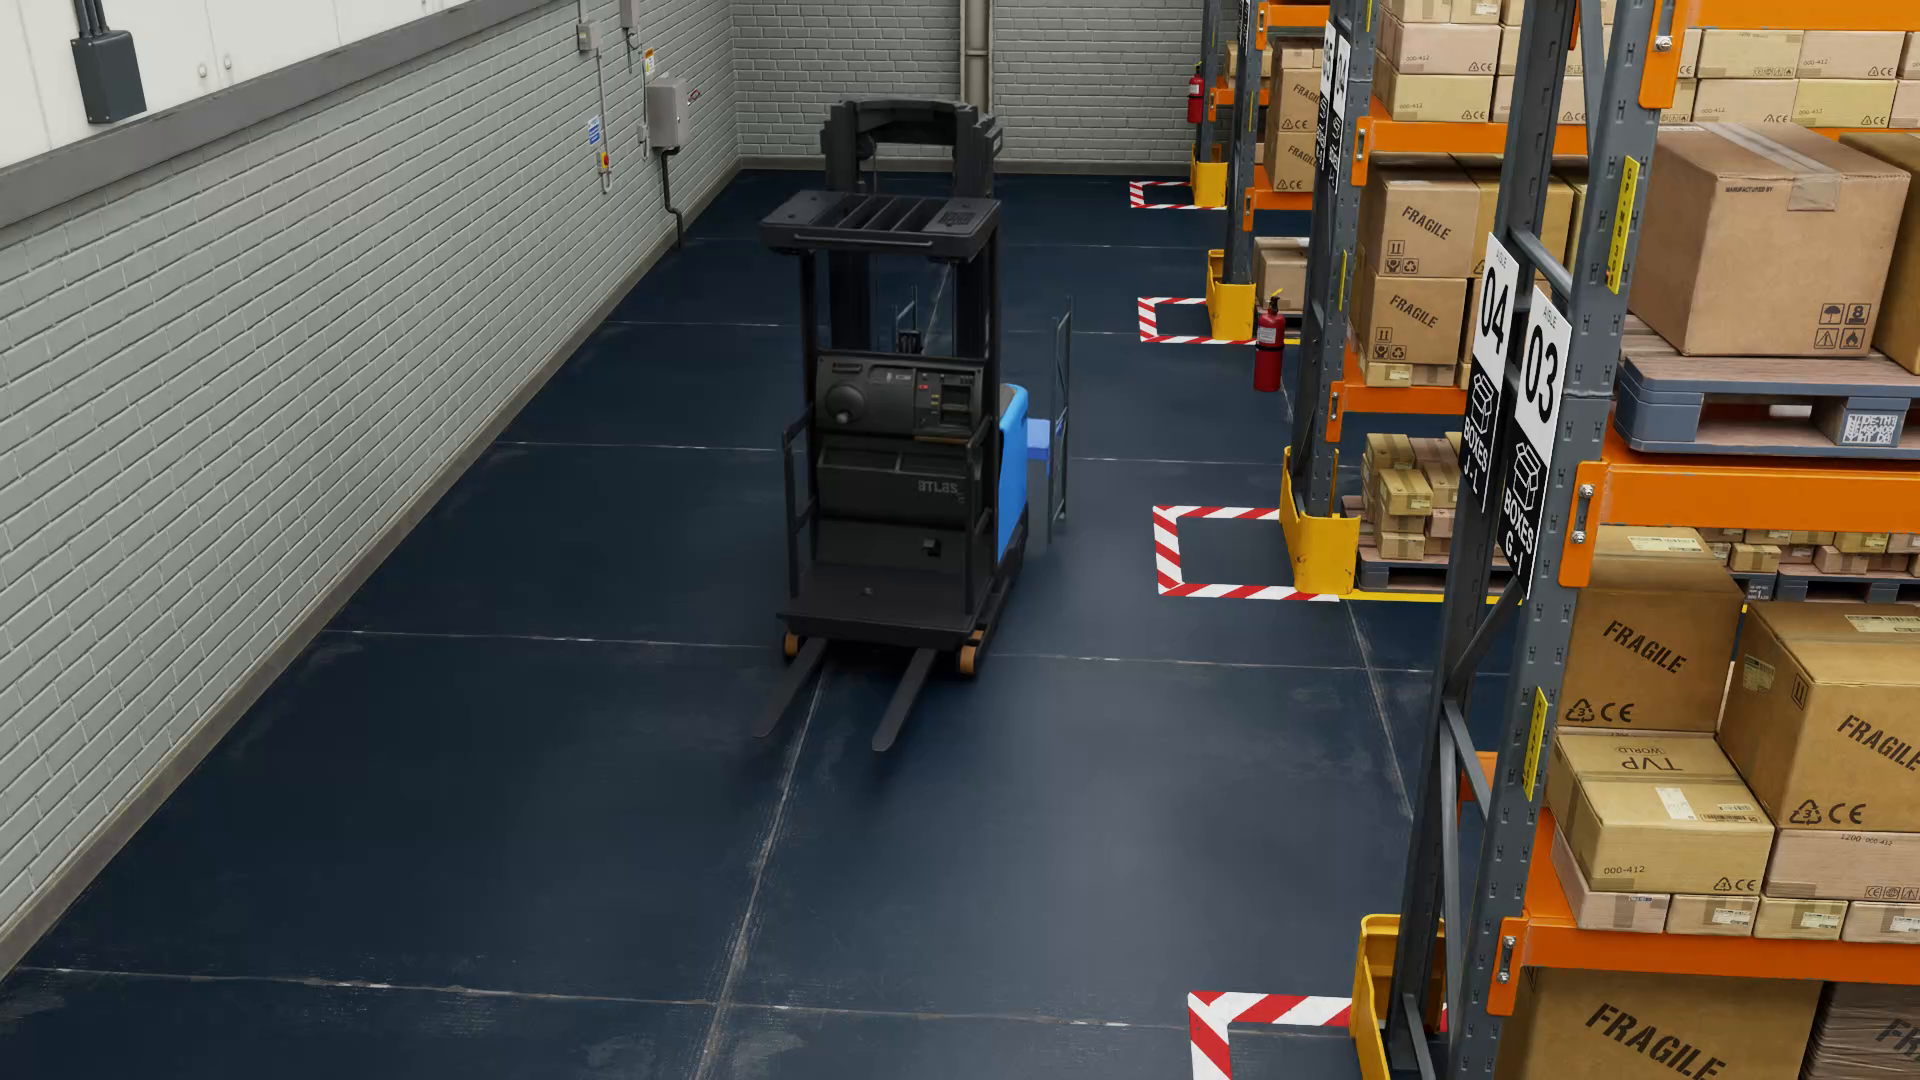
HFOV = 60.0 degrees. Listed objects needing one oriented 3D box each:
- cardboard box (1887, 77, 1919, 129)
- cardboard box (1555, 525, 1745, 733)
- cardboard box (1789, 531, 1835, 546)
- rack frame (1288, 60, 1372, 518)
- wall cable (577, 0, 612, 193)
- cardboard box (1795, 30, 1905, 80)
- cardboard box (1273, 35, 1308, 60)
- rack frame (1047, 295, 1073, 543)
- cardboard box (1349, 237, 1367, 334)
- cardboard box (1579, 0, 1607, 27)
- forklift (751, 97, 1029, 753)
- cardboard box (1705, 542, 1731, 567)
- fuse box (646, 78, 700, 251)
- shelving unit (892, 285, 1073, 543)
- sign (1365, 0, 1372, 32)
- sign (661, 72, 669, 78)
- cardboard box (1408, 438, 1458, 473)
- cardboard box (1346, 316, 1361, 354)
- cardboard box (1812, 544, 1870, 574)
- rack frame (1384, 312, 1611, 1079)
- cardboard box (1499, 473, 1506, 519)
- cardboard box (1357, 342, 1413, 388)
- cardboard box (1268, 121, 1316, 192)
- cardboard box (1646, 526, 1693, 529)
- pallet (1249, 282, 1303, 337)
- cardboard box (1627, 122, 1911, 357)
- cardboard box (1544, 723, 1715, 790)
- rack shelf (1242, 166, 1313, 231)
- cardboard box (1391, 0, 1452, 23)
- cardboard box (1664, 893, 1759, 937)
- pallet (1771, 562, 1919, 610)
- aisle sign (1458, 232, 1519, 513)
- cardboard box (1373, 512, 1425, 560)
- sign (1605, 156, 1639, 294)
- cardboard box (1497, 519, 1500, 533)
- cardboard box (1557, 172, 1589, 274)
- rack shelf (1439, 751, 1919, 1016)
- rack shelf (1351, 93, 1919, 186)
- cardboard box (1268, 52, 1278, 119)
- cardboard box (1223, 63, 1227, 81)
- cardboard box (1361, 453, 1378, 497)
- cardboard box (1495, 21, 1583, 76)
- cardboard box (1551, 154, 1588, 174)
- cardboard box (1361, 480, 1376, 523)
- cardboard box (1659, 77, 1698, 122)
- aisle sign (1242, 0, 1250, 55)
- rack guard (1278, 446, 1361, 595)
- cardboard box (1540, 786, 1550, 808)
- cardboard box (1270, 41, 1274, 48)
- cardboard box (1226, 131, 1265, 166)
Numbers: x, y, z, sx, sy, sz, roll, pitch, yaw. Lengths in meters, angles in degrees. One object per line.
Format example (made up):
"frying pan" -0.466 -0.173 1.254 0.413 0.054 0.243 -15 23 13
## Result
"cardboard box" 5.154 -2.371 8.906 0.500 0.250 0.500 2 25 4
"cardboard box" 2.198 0.282 5.476 0.500 0.500 0.500 2 25 5
"cardboard box" 5.041 -0.115 9.963 0.250 0.149 0.380 2 25 4
"rack frame" 2.173 -1.281 9.945 0.127 3.000 1.000 2 25 4
"wall cable" -3.173 -3.994 14.588 0.123 1.953 0.585 2 25 4
"cardboard box" 4.643 -2.619 8.847 0.500 0.250 0.500 3 25 6
"cardboard box" 2.824 -4.213 14.227 0.250 0.149 0.380 2 25 5
"rack frame" 0.637 -0.764 10.616 0.032 1.500 0.500 6 25 13
"cardboard box" 2.640 -1.554 10.064 0.500 0.500 0.500 2 25 5
"cardboard box" 3.238 -2.815 8.796 0.250 0.149 0.380 2 25 5
"forklift" -0.375 -0.758 8.890 1.130 2.935 3.031 5 25 11
"cardboard box" 4.457 0.012 10.045 0.250 0.149 0.380 2 25 5
"fuse box" -2.867 -3.803 16.969 0.414 1.711 0.539 2 25 4
"shelving unit" 0.145 -0.816 10.729 1.048 1.500 0.538 6 25 13
"sign" 2.131 -2.814 8.644 0.005 0.325 0.100 2 25 4
"sign" -3.035 -4.558 17.181 0.001 0.494 0.329 2 25 4
"cardboard box" 2.966 -0.503 10.452 0.250 0.149 0.380 2 25 5
"cardboard box" 2.519 -1.274 10.231 0.250 0.149 0.380 2 25 4
"cardboard box" 5.223 0.056 9.947 0.250 0.149 0.380 1 25 2
"rack frame" 1.692 0.783 5.459 0.127 3.000 1.000 2 25 4
"cardboard box" 3.195 -0.268 9.941 0.250 0.149 0.380 2 25 4
"cardboard box" 2.471 -1.020 9.678 0.250 0.149 0.380 2 25 4
"cardboard box" 2.907 -3.258 14.121 0.500 0.500 0.500 2 25 4
"cardboard box" 4.257 -0.158 10.057 0.250 0.149 0.380 3 25 6
"pallet" 3.254 -2.087 15.034 1.213 0.211 1.003 2 25 4
"cardboard box" 2.215 -0.867 4.715 0.500 0.500 0.700 0 25 1
"cardboard box" 2.196 0.621 5.635 0.500 0.250 0.500 1 25 3
"rack shelf" 4.445 -2.956 14.447 4.000 0.370 1.077 2 25 4
"cardboard box" 2.478 -2.878 8.933 0.250 0.149 0.380 2 25 4
"cardboard box" 2.277 1.054 5.172 0.250 0.149 0.380 1 25 3
"pallet" 5.489 0.107 10.264 1.213 0.211 1.003 2 25 4
"aisle sign" 1.643 -0.525 5.193 0.004 0.787 0.394 2 25 4
"cardboard box" 2.671 -0.026 10.127 0.250 0.149 0.380 2 25 5
"sign" 1.644 -0.781 4.131 0.005 0.325 0.100 2 25 4
"cardboard box" 3.195 -0.185 10.115 0.250 0.149 0.380 2 25 5
"cardboard box" 3.621 -1.751 9.296 0.500 0.500 0.500 1 25 3
"rack shelf" 3.686 1.174 5.471 4.000 0.370 1.077 2 25 4
"rack shelf" 4.167 -2.253 9.329 4.000 0.370 1.077 2 25 4
"cardboard box" 2.950 -3.931 14.388 0.500 0.500 0.500 3 25 6
"cardboard box" 3.178 -5.403 19.204 0.250 0.149 0.380 2 25 3
"cardboard box" 2.721 -0.414 10.613 0.250 0.149 0.380 1 25 3
"cardboard box" 3.111 -2.664 8.944 0.500 0.250 0.500 2 25 3
"cardboard box" 3.672 -1.975 9.783 0.500 0.500 0.500 3 25 7
"cardboard box" 2.713 -0.247 10.605 0.250 0.149 0.380 2 25 5
"cardboard box" 3.640 -2.425 9.022 0.500 0.250 0.500 1 25 2
"aisle sign" 2.357 -4.410 13.635 0.004 0.787 0.394 2 25 4
"rack guard" 2.248 -0.143 10.462 0.348 0.500 1.175 2 25 4
"cardboard box" 2.072 0.772 5.785 0.250 0.149 0.380 2 25 5
"cardboard box" 3.820 -5.562 19.073 0.500 0.250 0.500 2 25 4
"cardboard box" 3.430 -4.414 19.238 0.637 0.503 0.797 1 25 2
